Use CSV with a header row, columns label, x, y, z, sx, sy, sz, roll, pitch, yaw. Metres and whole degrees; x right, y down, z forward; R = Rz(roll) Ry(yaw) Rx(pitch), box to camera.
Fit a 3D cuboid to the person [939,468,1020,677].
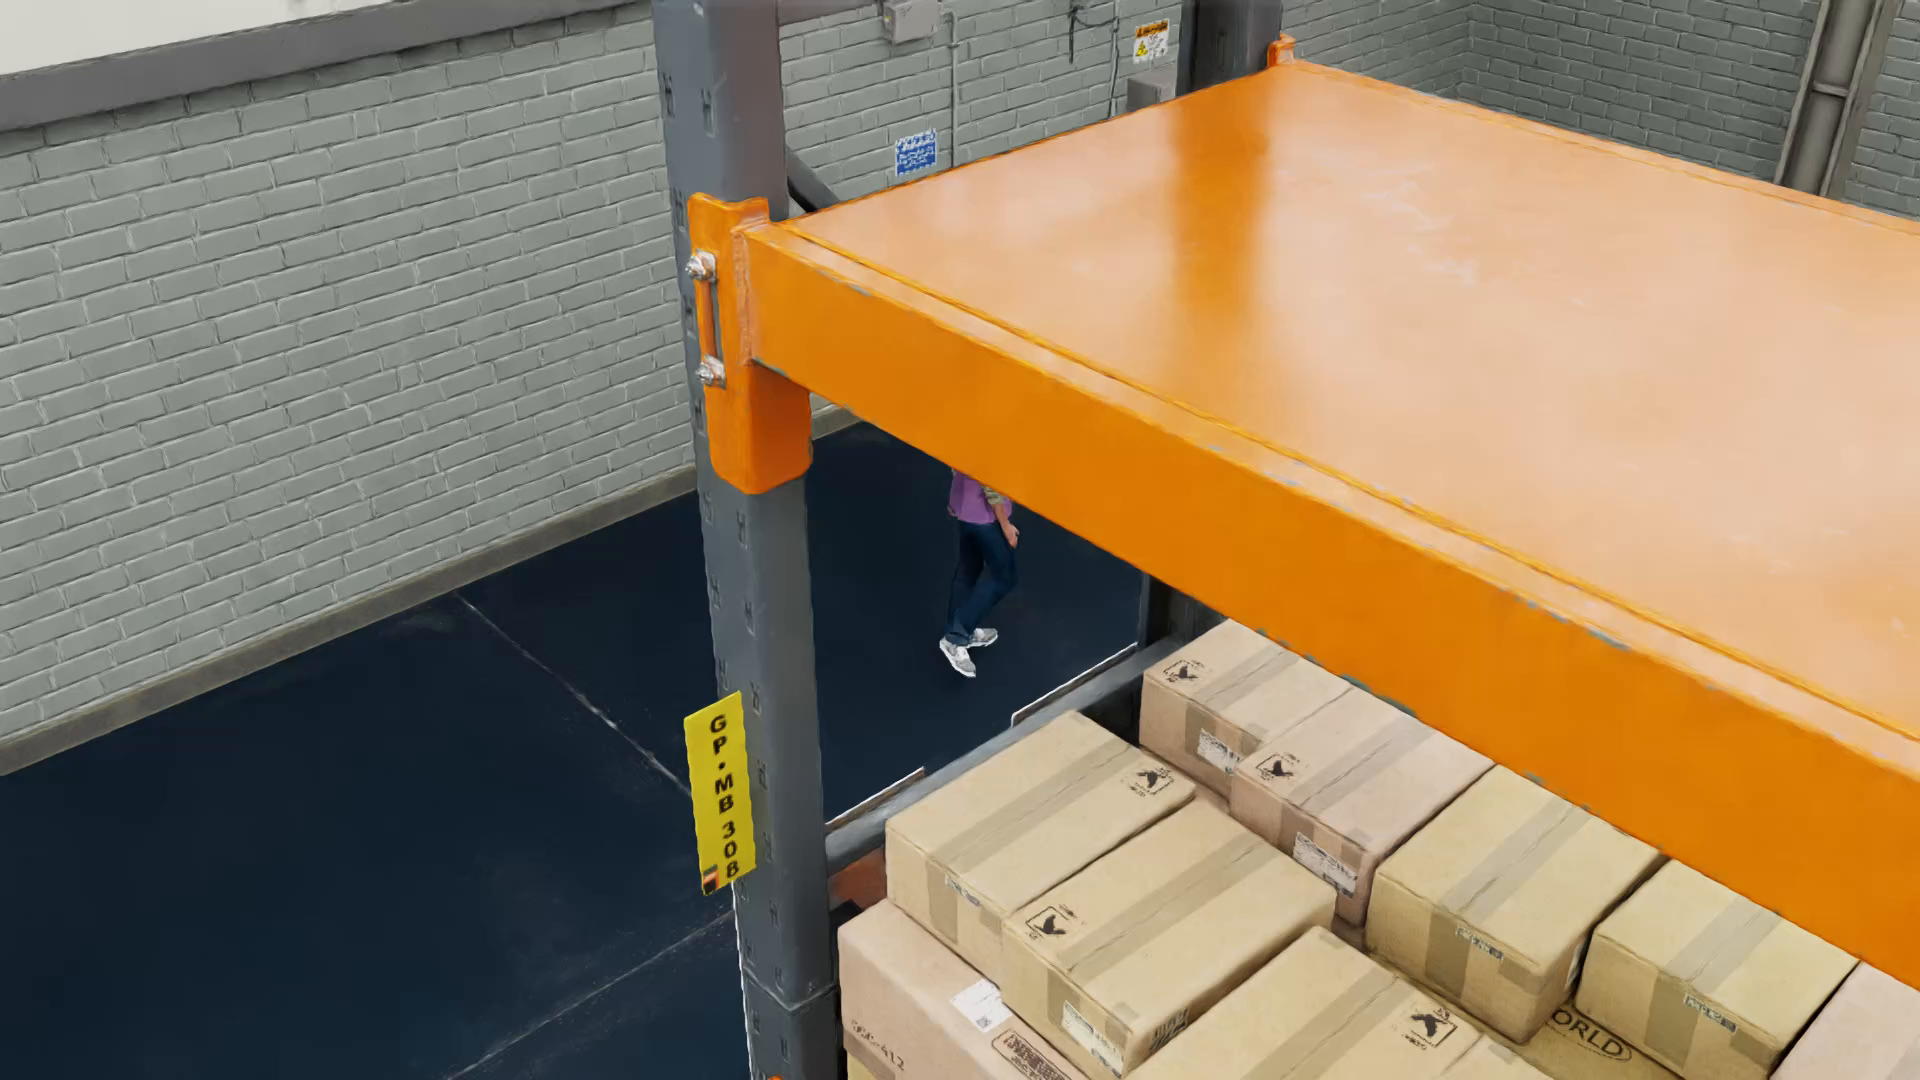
label,x,y,z,sx,sy,sz,roll,pitch,yaw
person,0.071,-0.107,8.031,0.420,1.590,0.580,-9,33,-14
